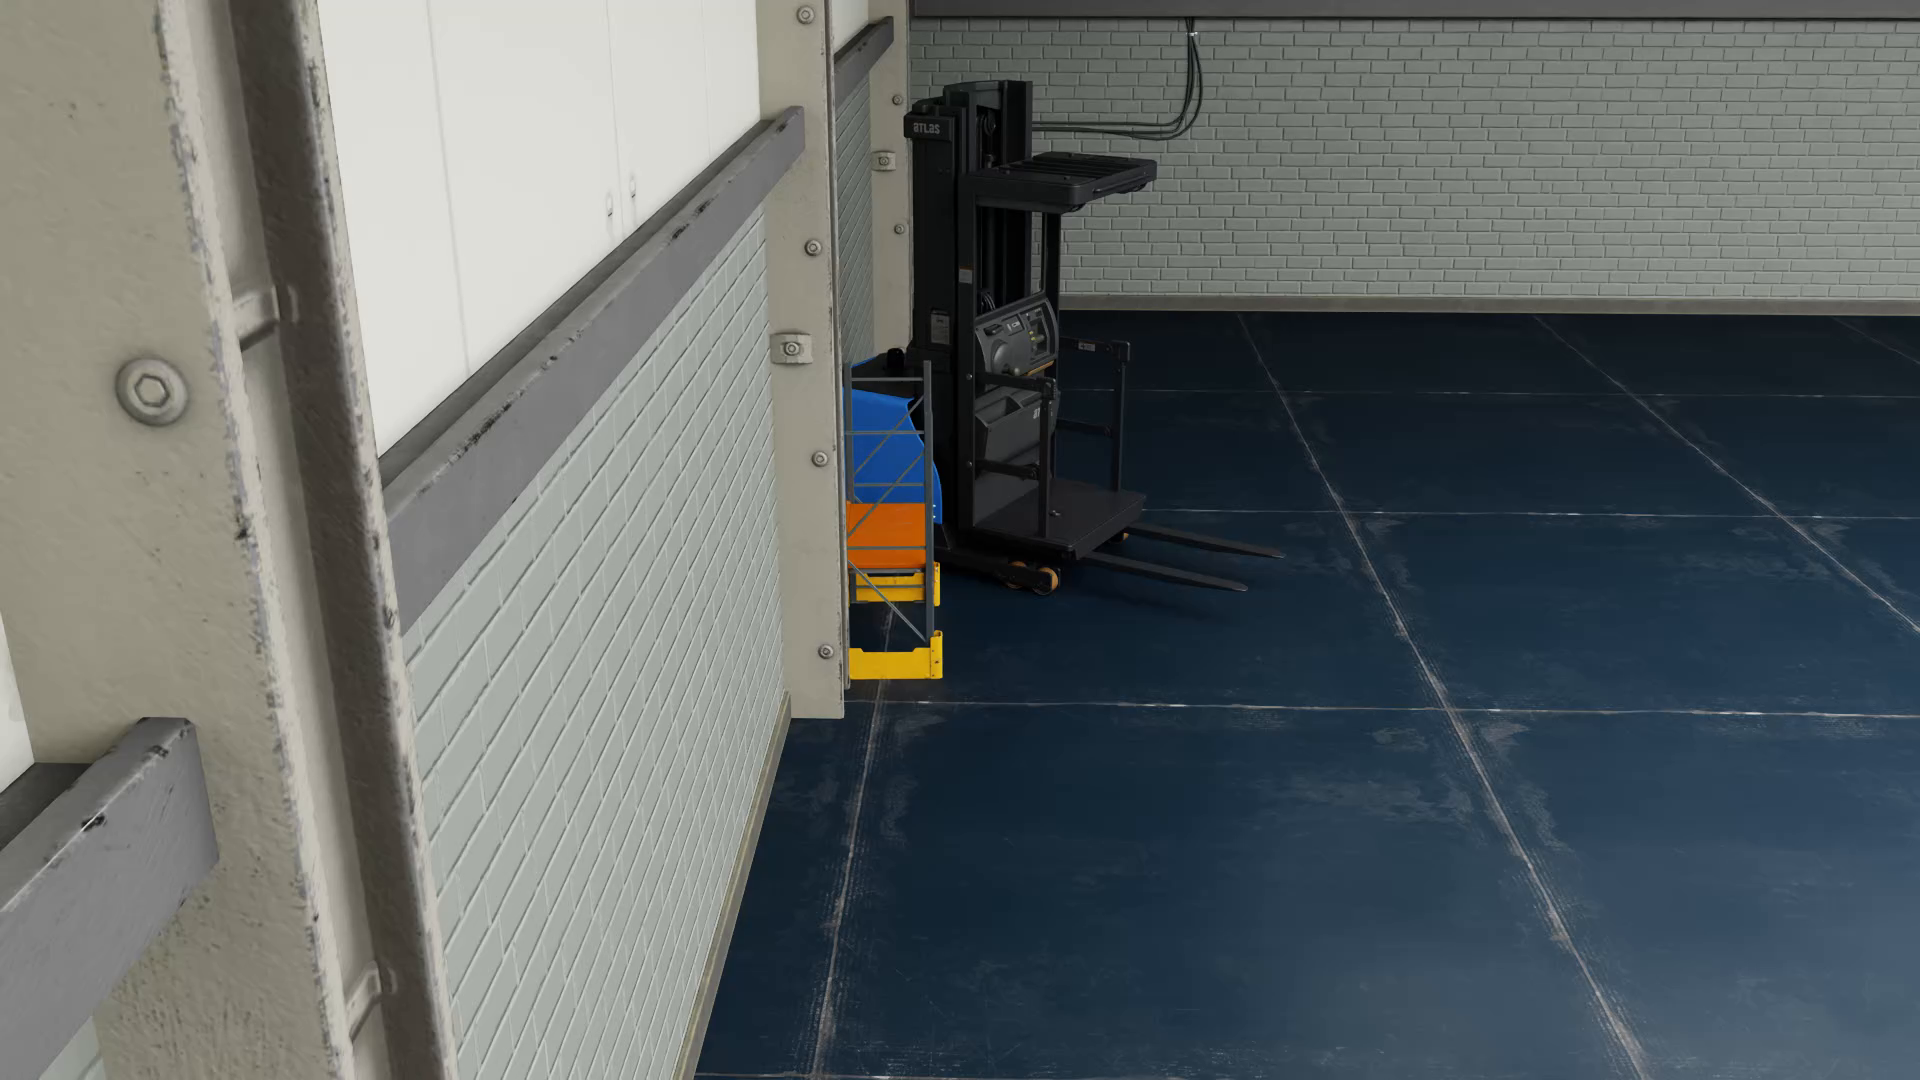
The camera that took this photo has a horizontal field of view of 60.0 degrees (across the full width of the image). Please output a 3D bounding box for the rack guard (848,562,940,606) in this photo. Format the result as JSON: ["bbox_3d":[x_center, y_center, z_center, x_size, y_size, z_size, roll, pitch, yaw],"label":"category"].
[{"bbox_3d":[-0.416,0.268,9.992,0.587,0.250,0.087,-1,21,-1],"label":"rack guard"}]

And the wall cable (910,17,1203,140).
[{"bbox_3d":[0.839,-5.114,16.061,3.097,2.526,0.112,1,21,2],"label":"wall cable"}]

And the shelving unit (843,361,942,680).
[{"bbox_3d":[-0.404,-0.135,9.302,0.587,1.500,1.083,-1,21,-1],"label":"shelving unit"}]

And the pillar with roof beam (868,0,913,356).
[{"bbox_3d":[3.730,-5.463,12.670,9.100,9.000,0.400,1,21,2],"label":"pillar with roof beam"}]

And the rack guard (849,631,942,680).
[{"bbox_3d":[-0.391,0.628,9.064,0.587,0.250,0.087,-1,21,-1],"label":"rack guard"}]

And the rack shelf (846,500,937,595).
[{"bbox_3d":[-0.404,0.030,9.376,0.538,0.185,1.000,-1,21,-1],"label":"rack shelf"}]

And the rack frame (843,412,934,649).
[{"bbox_3d":[-0.391,0.046,8.837,0.500,1.500,0.032,-1,21,-1],"label":"rack frame"}]

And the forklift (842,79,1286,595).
[{"bbox_3d":[0.533,-1.250,10.198,3.031,2.935,1.130,12,24,29],"label":"forklift"}]

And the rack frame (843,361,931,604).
[{"bbox_3d":[-0.416,-0.322,9.785,0.500,1.500,0.032,-1,21,-1],"label":"rack frame"}]

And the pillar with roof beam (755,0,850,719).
[{"bbox_3d":[3.548,-3.294,7.079,9.100,9.000,0.400,1,21,2],"label":"pillar with roof beam"}]
